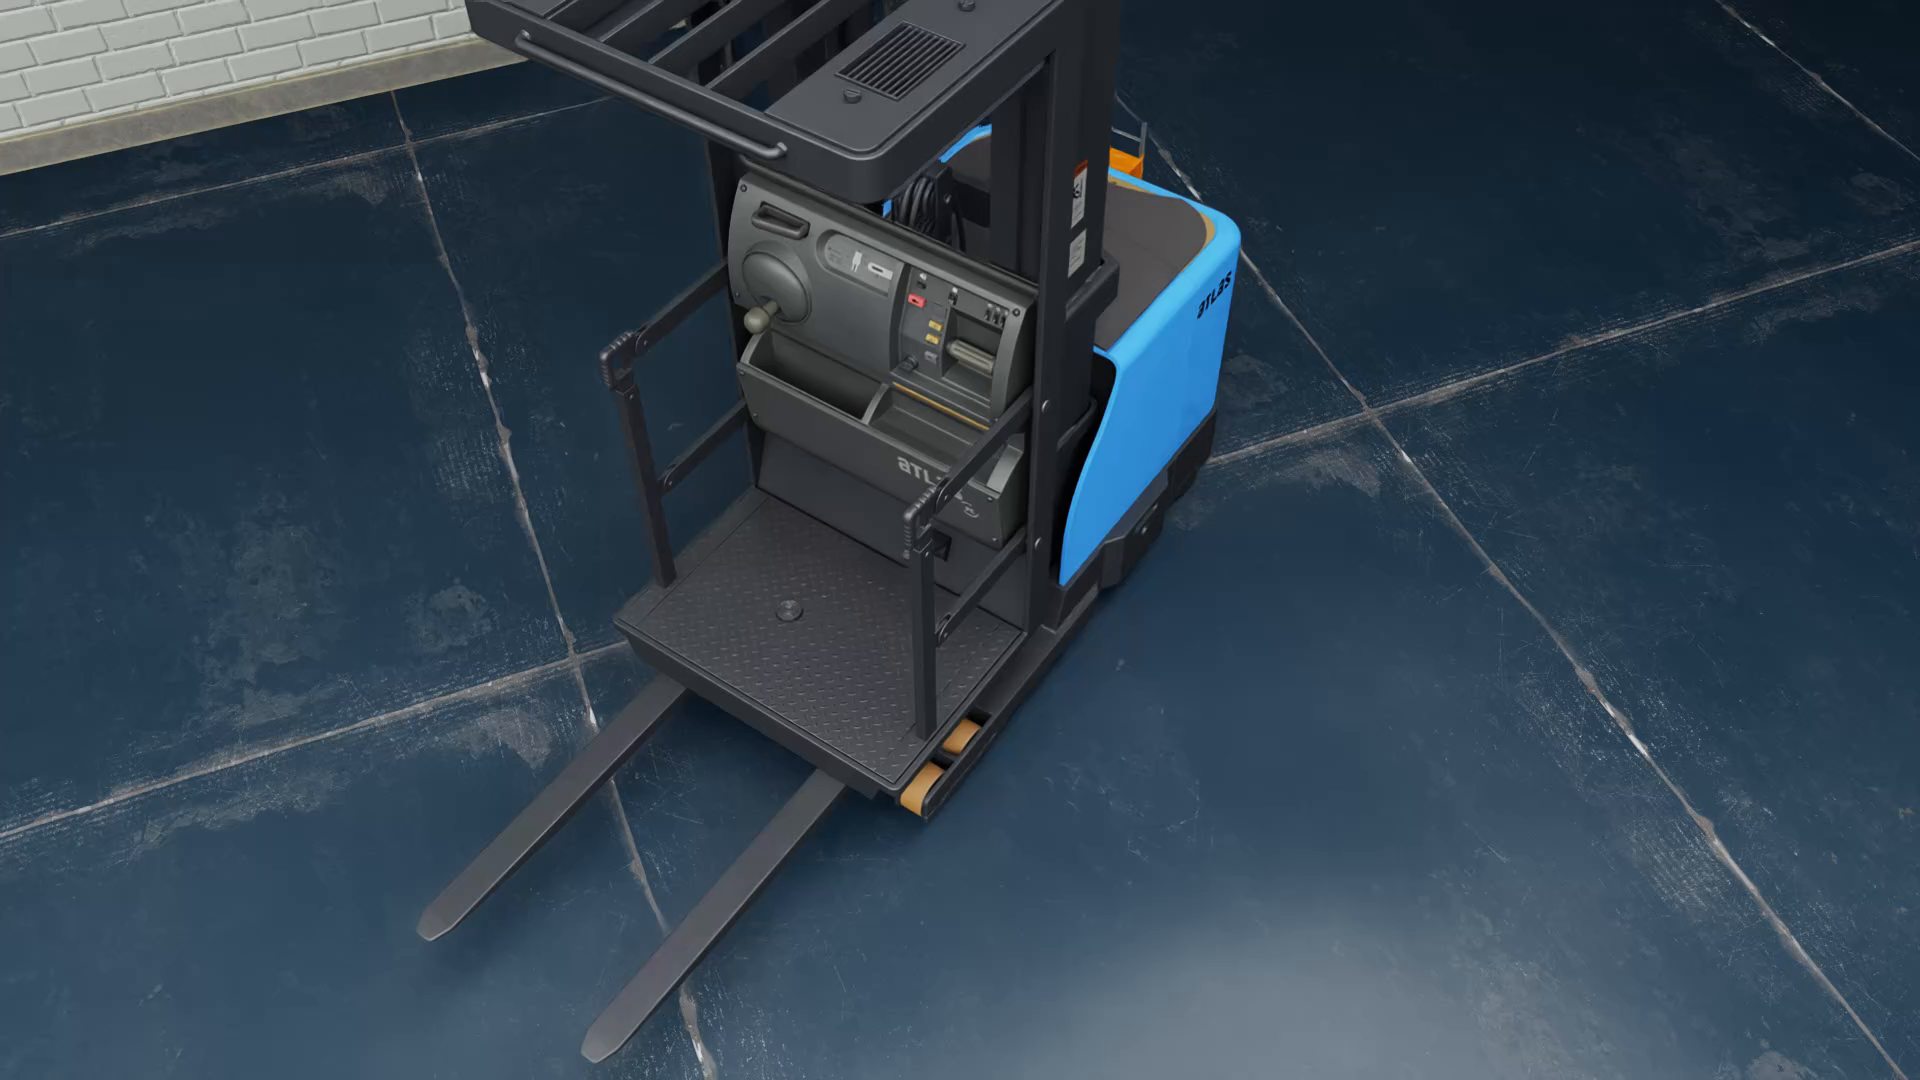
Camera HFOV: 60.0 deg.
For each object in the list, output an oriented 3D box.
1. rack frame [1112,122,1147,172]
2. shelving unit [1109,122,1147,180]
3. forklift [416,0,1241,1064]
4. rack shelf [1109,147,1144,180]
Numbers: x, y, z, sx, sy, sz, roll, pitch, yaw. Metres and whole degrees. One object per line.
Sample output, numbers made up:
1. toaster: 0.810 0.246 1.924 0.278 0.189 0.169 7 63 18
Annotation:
1. rack frame: 0.543 -1.093 5.996 0.200 1.050 0.008 28 55 22
2. shelving unit: 0.473 -1.017 5.931 0.215 1.050 0.252 28 55 22
3. forklift: -0.354 -0.544 4.285 1.130 2.935 3.031 28 55 22
4. rack shelf: 0.473 -1.195 5.724 0.215 0.259 0.240 28 55 22
